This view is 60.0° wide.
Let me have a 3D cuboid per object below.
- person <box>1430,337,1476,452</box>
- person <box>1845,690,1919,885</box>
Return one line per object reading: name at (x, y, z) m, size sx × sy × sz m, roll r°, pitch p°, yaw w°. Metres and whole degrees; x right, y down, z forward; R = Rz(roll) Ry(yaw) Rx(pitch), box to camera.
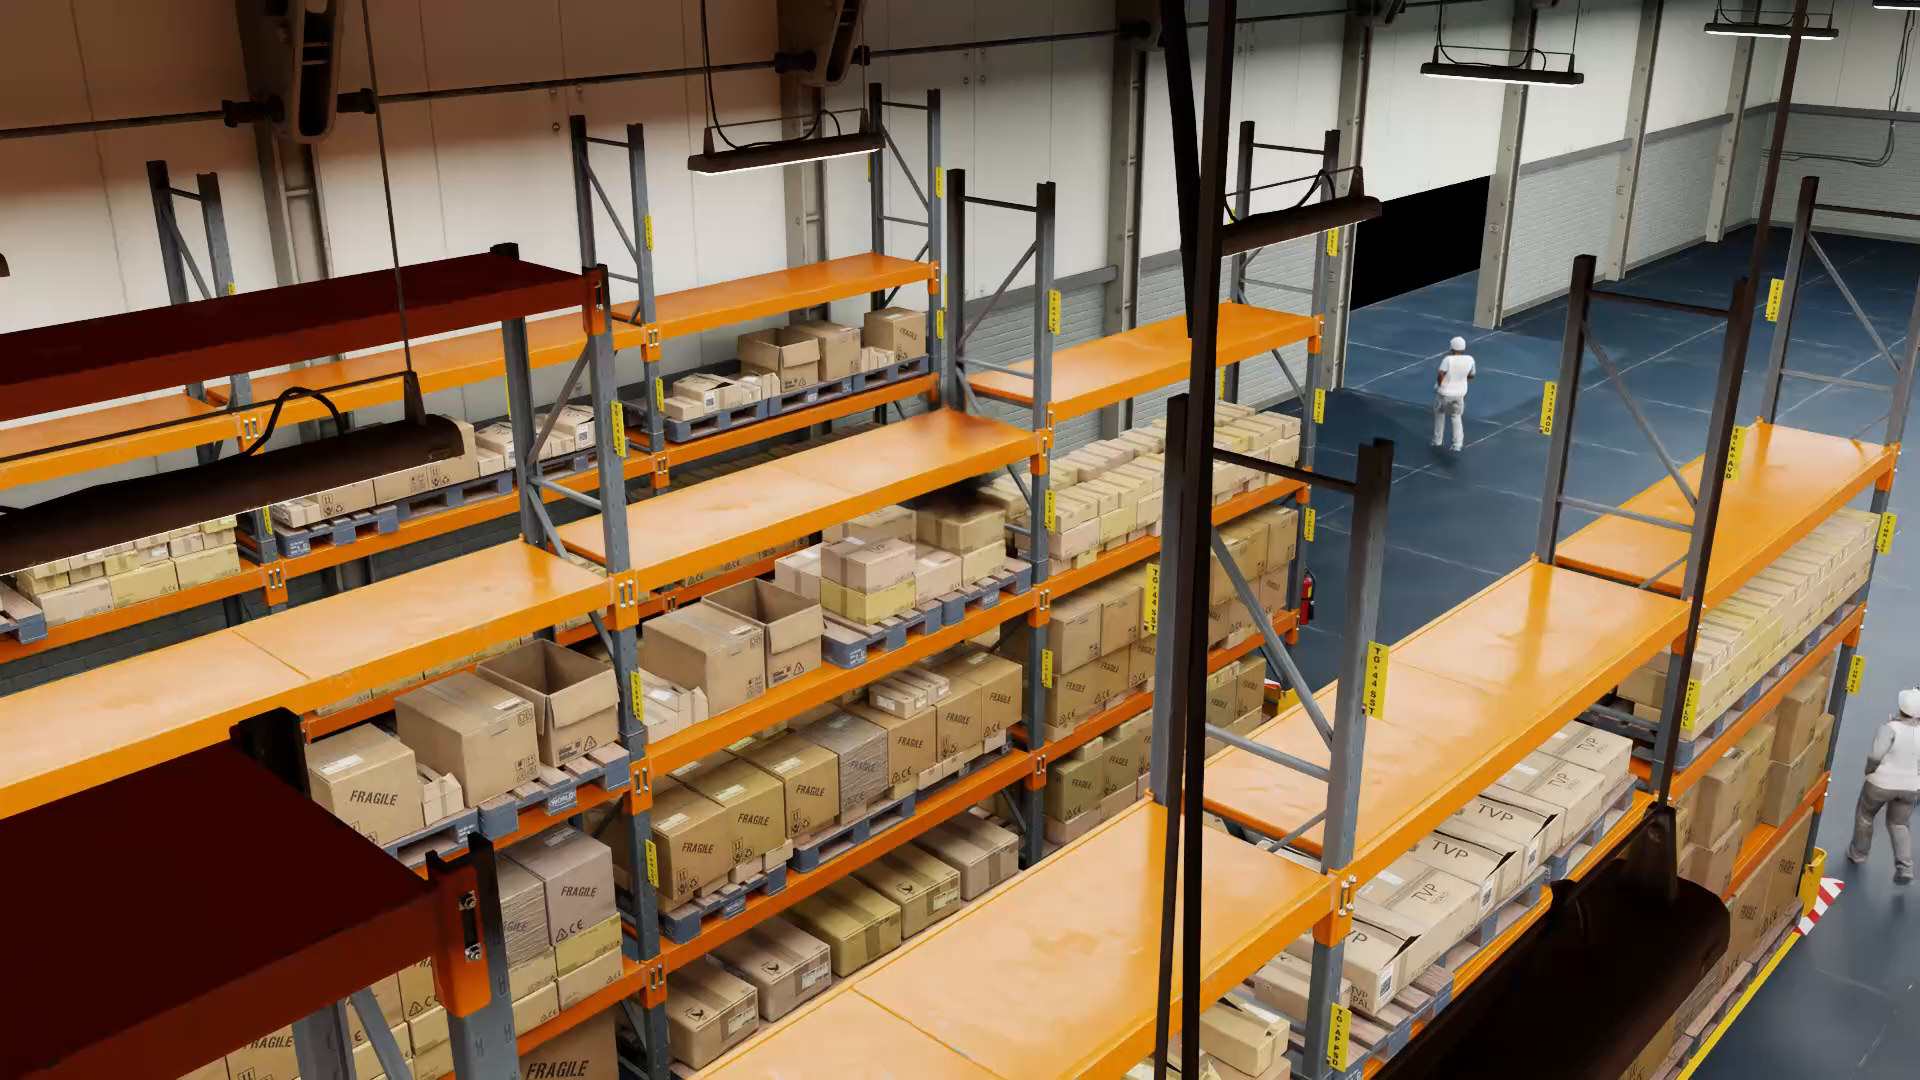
person at (7.434, -2.190, 25.127) m, size 0.664 × 1.808 × 0.824 m, roll -1°, pitch 21°, yaw -2°
person at (7.972, 2.091, 14.186) m, size 0.681 × 1.793 × 0.819 m, roll 1°, pitch 21°, yaw 2°
